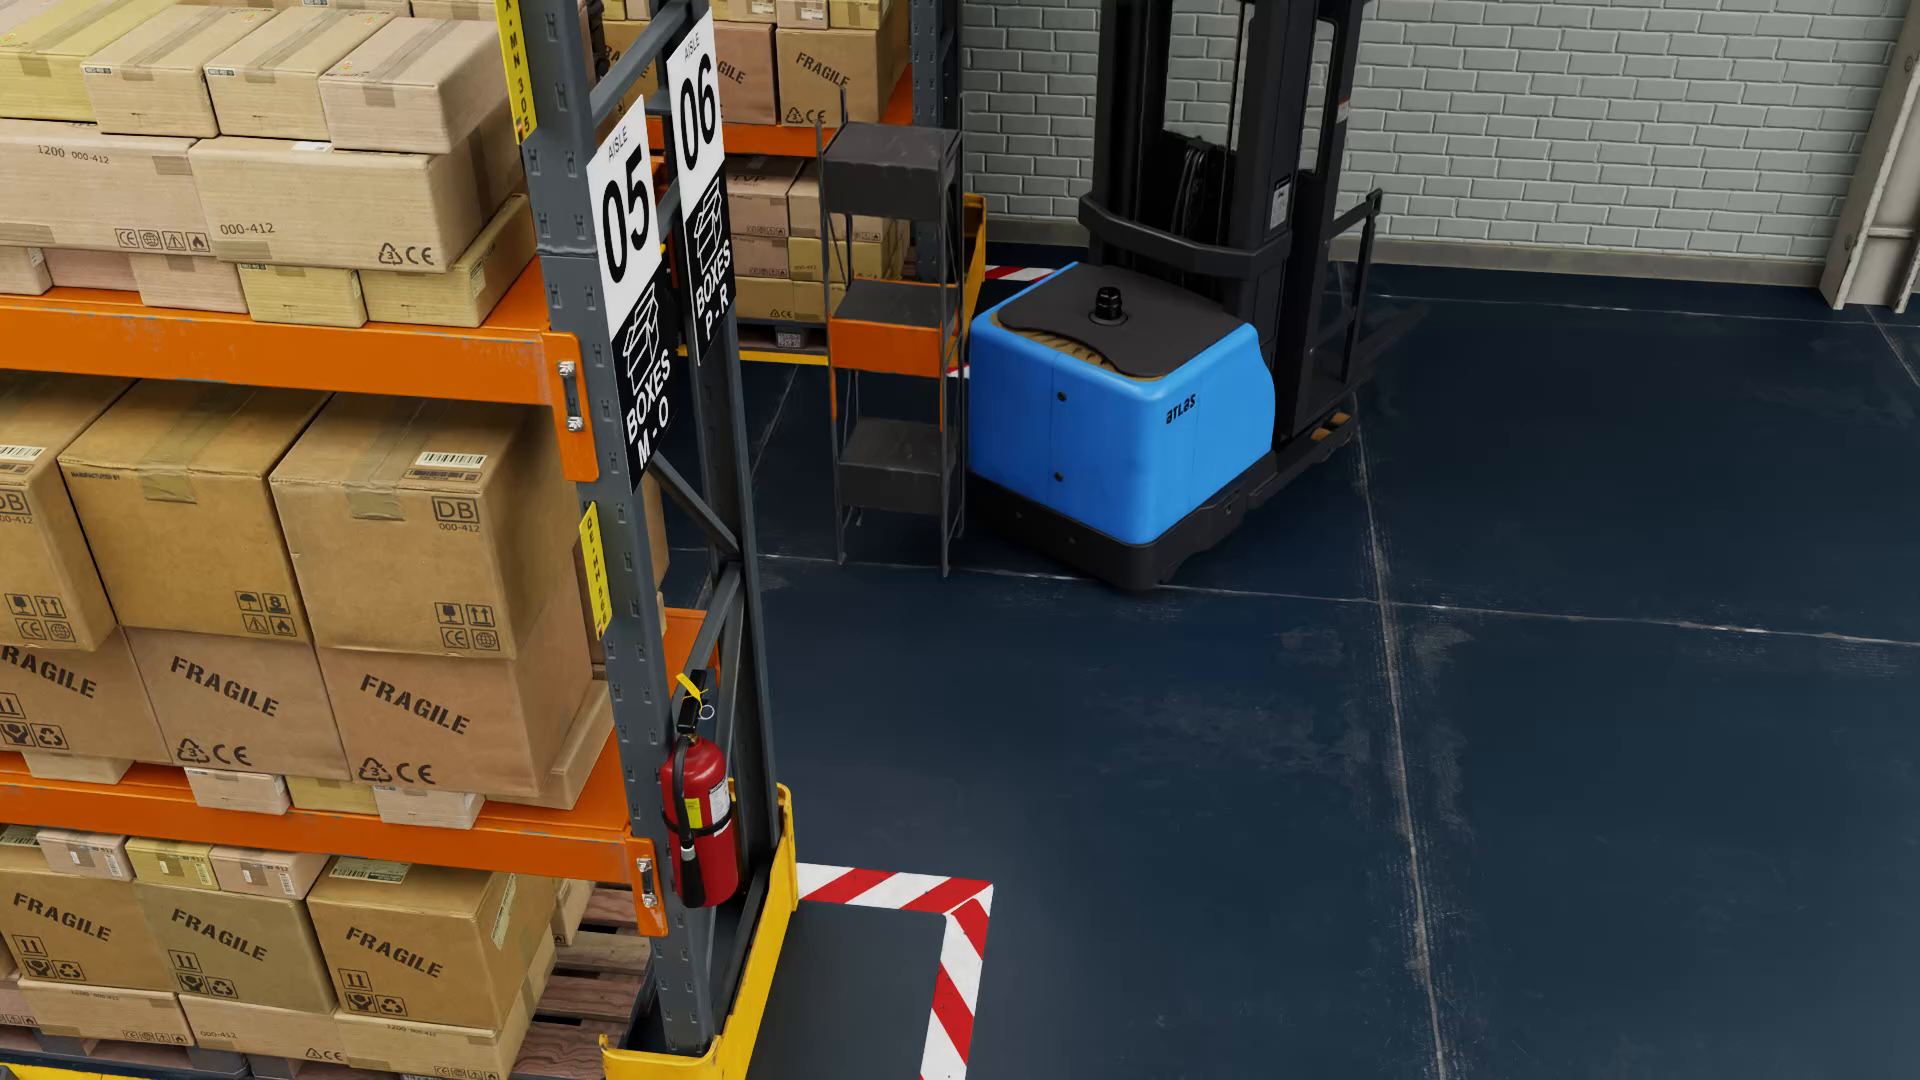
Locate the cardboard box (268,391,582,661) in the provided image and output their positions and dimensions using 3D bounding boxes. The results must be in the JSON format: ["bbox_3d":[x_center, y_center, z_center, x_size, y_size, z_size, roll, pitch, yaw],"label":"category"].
[{"bbox_3d":[-1.274,-0.126,4.141,0.500,0.500,0.700,3,36,5],"label":"cardboard box"}]

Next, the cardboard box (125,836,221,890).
[{"bbox_3d":[-2.189,0.816,4.826,0.250,0.149,0.380,5,36,7],"label":"cardboard box"}]

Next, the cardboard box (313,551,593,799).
[{"bbox_3d":[-1.313,0.312,4.389,0.500,0.500,0.500,4,36,5],"label":"cardboard box"}]

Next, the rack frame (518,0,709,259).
[{"bbox_3d":[-0.740,-2.087,2.928,0.127,3.000,1.000,4,36,6],"label":"rack frame"}]

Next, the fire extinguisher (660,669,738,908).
[{"bbox_3d":[-0.685,0.661,4.309,0.183,0.674,0.296,4,36,6],"label":"fire extinguisher"}]

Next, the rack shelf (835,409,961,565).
[{"bbox_3d":[-0.269,-0.242,7.511,0.480,0.518,0.431,7,36,9],"label":"rack shelf"}]

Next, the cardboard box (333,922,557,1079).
[{"bbox_3d":[-1.599,1.397,5.216,0.500,0.250,0.500,4,36,6],"label":"cardboard box"}]

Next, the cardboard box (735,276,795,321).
[{"bbox_3d":[-1.109,-1.452,9.208,0.500,0.250,0.500,4,36,6],"label":"cardboard box"}]

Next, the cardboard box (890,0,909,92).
[{"bbox_3d":[-0.567,-2.743,8.925,0.500,0.500,0.500,5,36,7],"label":"cardboard box"}]

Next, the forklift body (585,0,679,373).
[{"bbox_3d":[-2.224,-1.249,7.648,1.214,2.155,2.313,4,36,6],"label":"forklift body"}]

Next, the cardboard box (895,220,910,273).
[{"bbox_3d":[-0.573,-1.706,9.564,0.500,0.250,0.500,4,36,6],"label":"cardboard box"}]

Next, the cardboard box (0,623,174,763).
[{"bbox_3d":[-2.305,0.233,4.499,0.500,0.500,0.500,4,36,6],"label":"cardboard box"}]

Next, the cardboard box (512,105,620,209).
[{"bbox_3d":[-1.027,-0.975,4.168,0.250,0.149,0.380,4,36,6],"label":"cardboard box"}]

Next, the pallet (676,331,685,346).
[{"bbox_3d":[-2.082,-1.494,9.662,1.213,0.211,1.003,4,36,6],"label":"pallet"}]

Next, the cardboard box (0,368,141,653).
[{"bbox_3d":[-2.294,-0.146,4.169,0.500,0.500,0.700,4,36,5],"label":"cardboard box"}]

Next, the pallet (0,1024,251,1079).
[{"bbox_3d":[-2.823,1.312,5.730,1.213,0.211,1.003,4,36,6],"label":"pallet"}]

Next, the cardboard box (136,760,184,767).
[{"bbox_3d":[-2.150,0.465,4.732,0.250,0.149,0.380,5,36,7],"label":"cardboard box"}]

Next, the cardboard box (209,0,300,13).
[{"bbox_3d":[-1.558,-1.295,3.931,0.250,0.149,0.380,4,36,6],"label":"cardboard box"}]

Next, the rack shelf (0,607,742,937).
[{"bbox_3d":[-2.723,0.500,5.087,4.000,0.370,1.077,4,36,6],"label":"rack shelf"}]

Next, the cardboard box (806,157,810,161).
[{"bbox_3d":[-0.564,-2.109,9.267,0.500,0.250,0.500,4,36,5],"label":"cardboard box"}]

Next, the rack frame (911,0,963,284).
[{"bbox_3d":[-0.111,-2.505,8.678,0.127,3.000,1.000,4,36,6],"label":"rack frame"}]

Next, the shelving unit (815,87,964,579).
[{"bbox_3d":[-0.269,-0.823,7.096,0.503,2.100,0.431,7,36,9],"label":"shelving unit"}]

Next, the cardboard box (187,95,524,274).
[{"bbox_3d":[-1.281,-0.808,3.592,0.500,0.250,0.500,4,36,5],"label":"cardboard box"}]

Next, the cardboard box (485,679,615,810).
[{"bbox_3d":[-1.138,0.553,4.609,0.250,0.149,0.380,5,36,8],"label":"cardboard box"}]

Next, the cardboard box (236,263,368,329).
[{"bbox_3d":[-1.380,-0.628,3.682,0.250,0.149,0.380,5,36,6],"label":"cardboard box"}]

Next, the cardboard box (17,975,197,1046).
[{"bbox_3d":[-2.608,1.320,5.324,0.500,0.250,0.500,3,36,4],"label":"cardboard box"}]

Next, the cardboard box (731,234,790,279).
[{"bbox_3d":[-1.130,-1.660,9.068,0.500,0.250,0.500,4,36,5],"label":"cardboard box"}]

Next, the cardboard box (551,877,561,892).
[{"bbox_3d":[-1.528,0.778,5.438,0.500,0.500,0.500,3,36,4],"label":"cardboard box"}]

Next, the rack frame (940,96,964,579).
[{"bbox_3d":[-0.030,-0.795,7.056,0.015,2.100,0.400,7,36,9],"label":"rack frame"}]

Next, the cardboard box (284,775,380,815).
[{"bbox_3d":[-1.655,0.567,4.590,0.250,0.149,0.380,4,36,5],"label":"cardboard box"}]

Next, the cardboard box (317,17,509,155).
[{"bbox_3d":[-1.113,-0.943,3.437,0.250,0.149,0.380,5,36,6],"label":"cardboard box"}]

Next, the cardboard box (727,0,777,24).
[{"bbox_3d":[-0.997,-2.730,8.349,0.250,0.149,0.380,5,36,7],"label":"cardboard box"}]

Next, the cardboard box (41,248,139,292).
[{"bbox_3d":[-1.882,-0.725,3.818,0.250,0.149,0.380,5,36,6],"label":"cardboard box"}]

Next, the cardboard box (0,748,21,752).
[{"bbox_3d":[-2.651,0.429,4.784,0.250,0.149,0.380,4,36,6],"label":"cardboard box"}]

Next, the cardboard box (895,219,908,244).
[{"bbox_3d":[-0.551,-1.915,9.426,0.500,0.250,0.500,5,36,7],"label":"cardboard box"}]

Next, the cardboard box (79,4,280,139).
[{"bbox_3d":[-1.619,-0.993,3.506,0.250,0.149,0.380,4,36,5],"label":"cardboard box"}]

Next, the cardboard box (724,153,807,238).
[{"bbox_3d":[-1.115,-1.853,8.909,0.500,0.250,0.500,5,36,7],"label":"cardboard box"}]

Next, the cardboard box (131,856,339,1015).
[{"bbox_3d":[-2.085,1.052,5.053,0.500,0.500,0.500,6,36,8],"label":"cardboard box"}]

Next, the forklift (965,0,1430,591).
[{"bbox_3d":[1.361,-1.754,7.685,1.130,2.935,3.031,26,43,32],"label":"forklift"}]

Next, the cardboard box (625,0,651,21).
[{"bbox_3d":[-1.513,-2.748,8.374,0.250,0.149,0.380,3,36,4],"label":"cardboard box"}]

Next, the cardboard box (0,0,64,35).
[{"bbox_3d":[-2.106,-1.063,3.605,0.250,0.149,0.380,4,36,6],"label":"cardboard box"}]

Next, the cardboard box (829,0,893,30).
[{"bbox_3d":[-0.491,-2.674,8.270,0.250,0.149,0.380,5,36,7],"label":"cardboard box"}]

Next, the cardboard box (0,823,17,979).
[{"bbox_3d":[-3.110,0.974,5.164,0.500,0.500,0.500,6,36,8],"label":"cardboard box"}]

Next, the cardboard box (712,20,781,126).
[{"bbox_3d":[-1.146,-2.475,8.549,0.500,0.500,0.500,5,36,7],"label":"cardboard box"}]

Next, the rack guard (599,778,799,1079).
[{"bbox_3d":[-0.815,1.367,5.404,0.348,0.500,1.175,4,36,6],"label":"rack guard"}]

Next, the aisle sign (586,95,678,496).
[{"bbox_3d":[-0.715,-0.531,3.675,0.004,0.787,0.394,4,36,6],"label":"aisle sign"}]

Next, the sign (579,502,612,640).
[{"bbox_3d":[-0.830,0.073,3.796,0.005,0.325,0.100,4,36,6],"label":"sign"}]

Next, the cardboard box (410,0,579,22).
[{"bbox_3d":[-1.066,-1.232,3.842,0.250,0.149,0.380,4,36,6],"label":"cardboard box"}]
